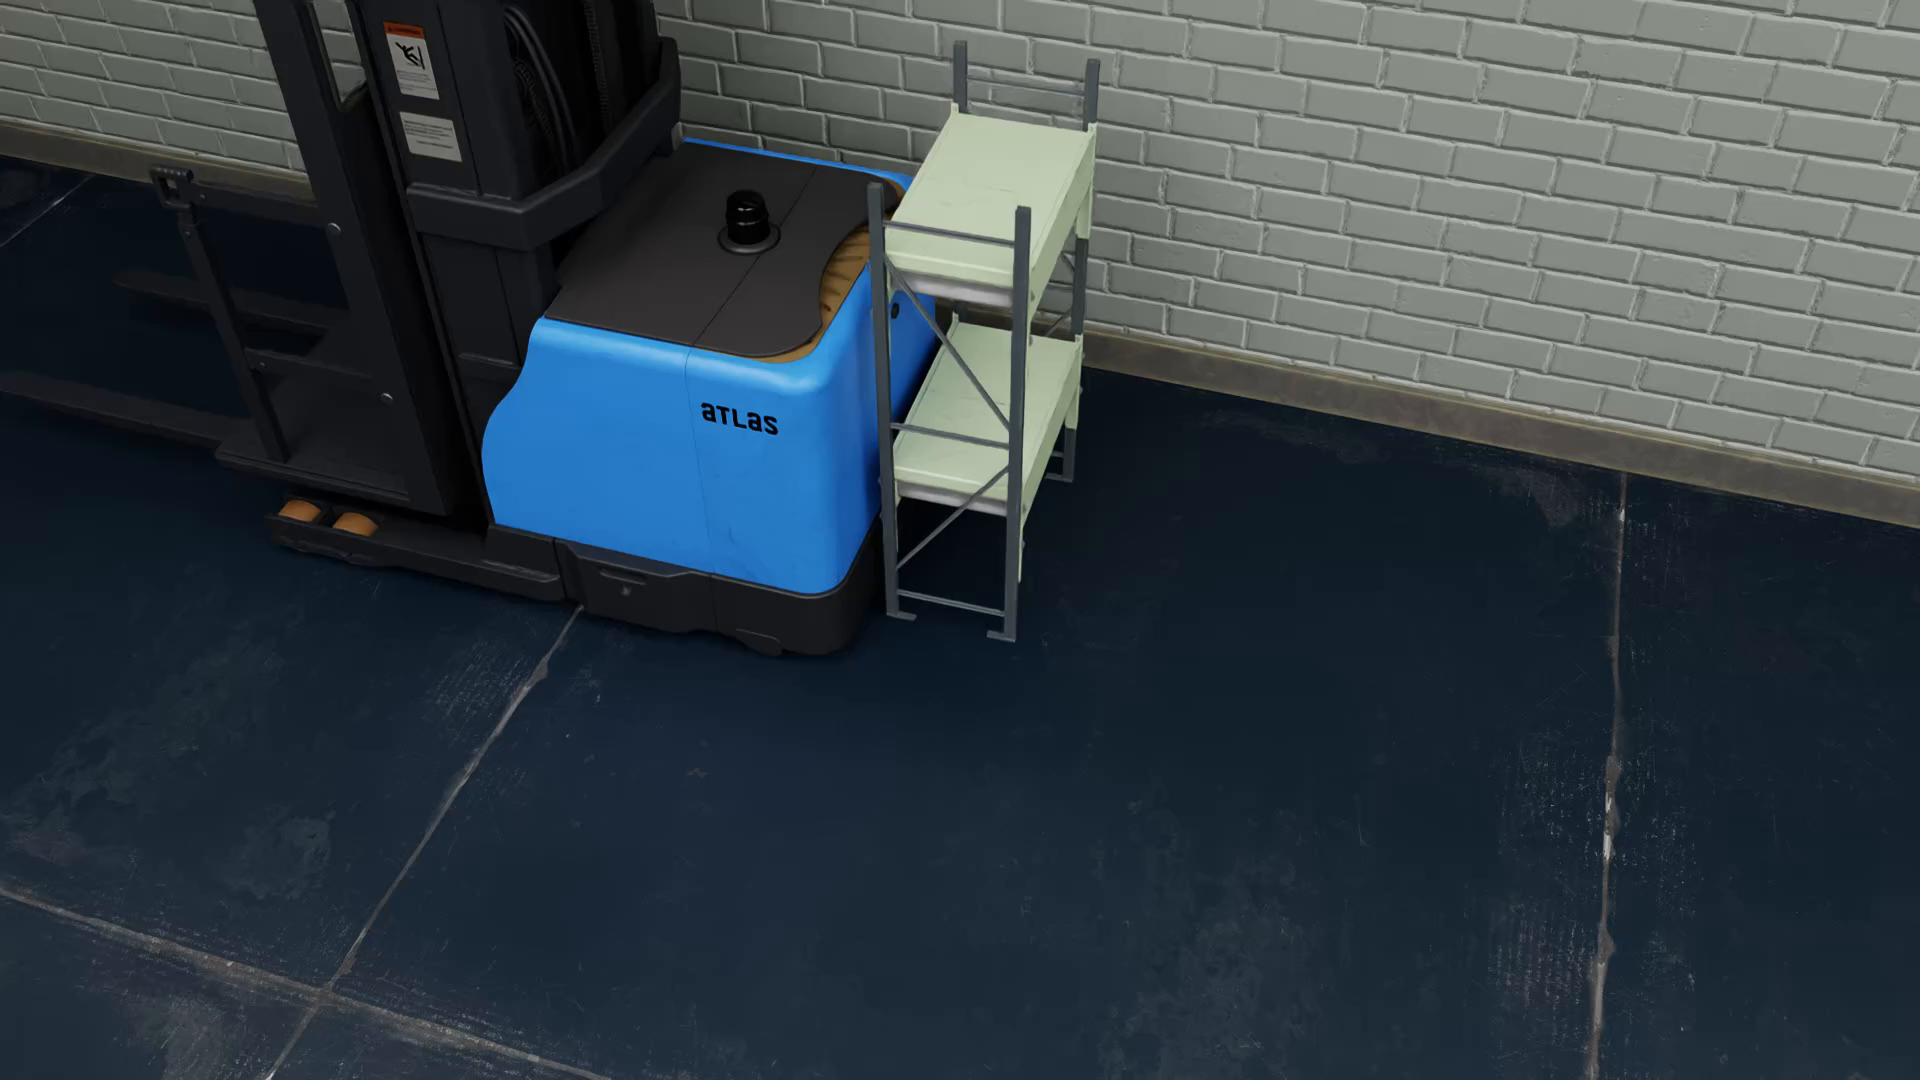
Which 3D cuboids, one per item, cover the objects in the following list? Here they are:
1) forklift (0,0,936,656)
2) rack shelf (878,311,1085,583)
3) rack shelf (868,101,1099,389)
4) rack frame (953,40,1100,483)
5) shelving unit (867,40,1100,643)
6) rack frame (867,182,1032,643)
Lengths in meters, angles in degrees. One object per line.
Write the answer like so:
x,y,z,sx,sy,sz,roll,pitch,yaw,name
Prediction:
-1.637,-1.309,4.492,3.031,2.935,1.130,12,46,12,forklift
0.075,-0.289,4.939,0.431,0.370,0.720,11,46,11,rack shelf
0.075,-0.801,4.438,0.431,0.370,0.720,11,46,11,rack shelf
0.177,-0.768,4.962,0.400,1.500,0.023,11,46,11,rack frame
0.075,-0.522,4.711,0.431,1.500,0.755,11,46,11,shelving unit
-0.027,-0.276,4.460,0.400,1.500,0.023,11,46,11,rack frame
